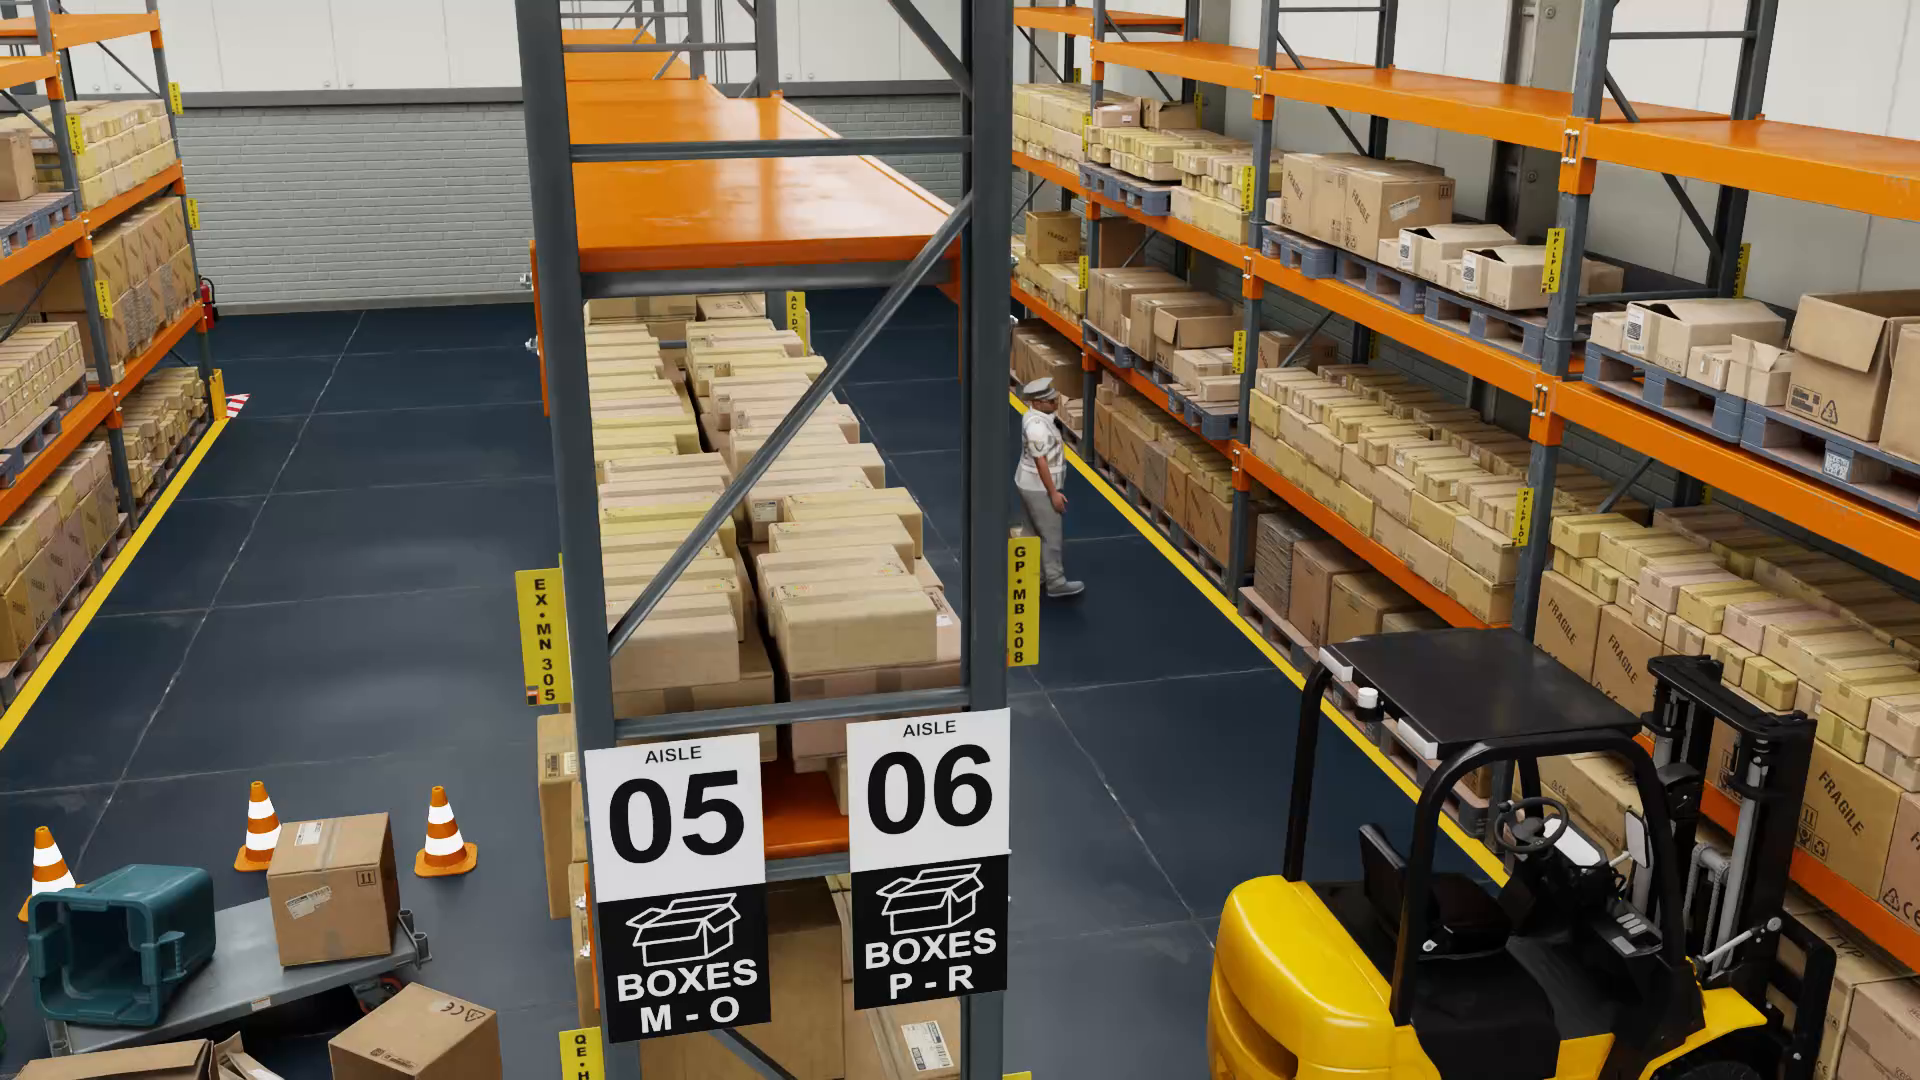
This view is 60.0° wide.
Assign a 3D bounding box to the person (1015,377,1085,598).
[{"bbox_3d":[0.720,-0.422,13.170,0.559,1.769,0.580,-1,20,-4],"label":"person"}]
